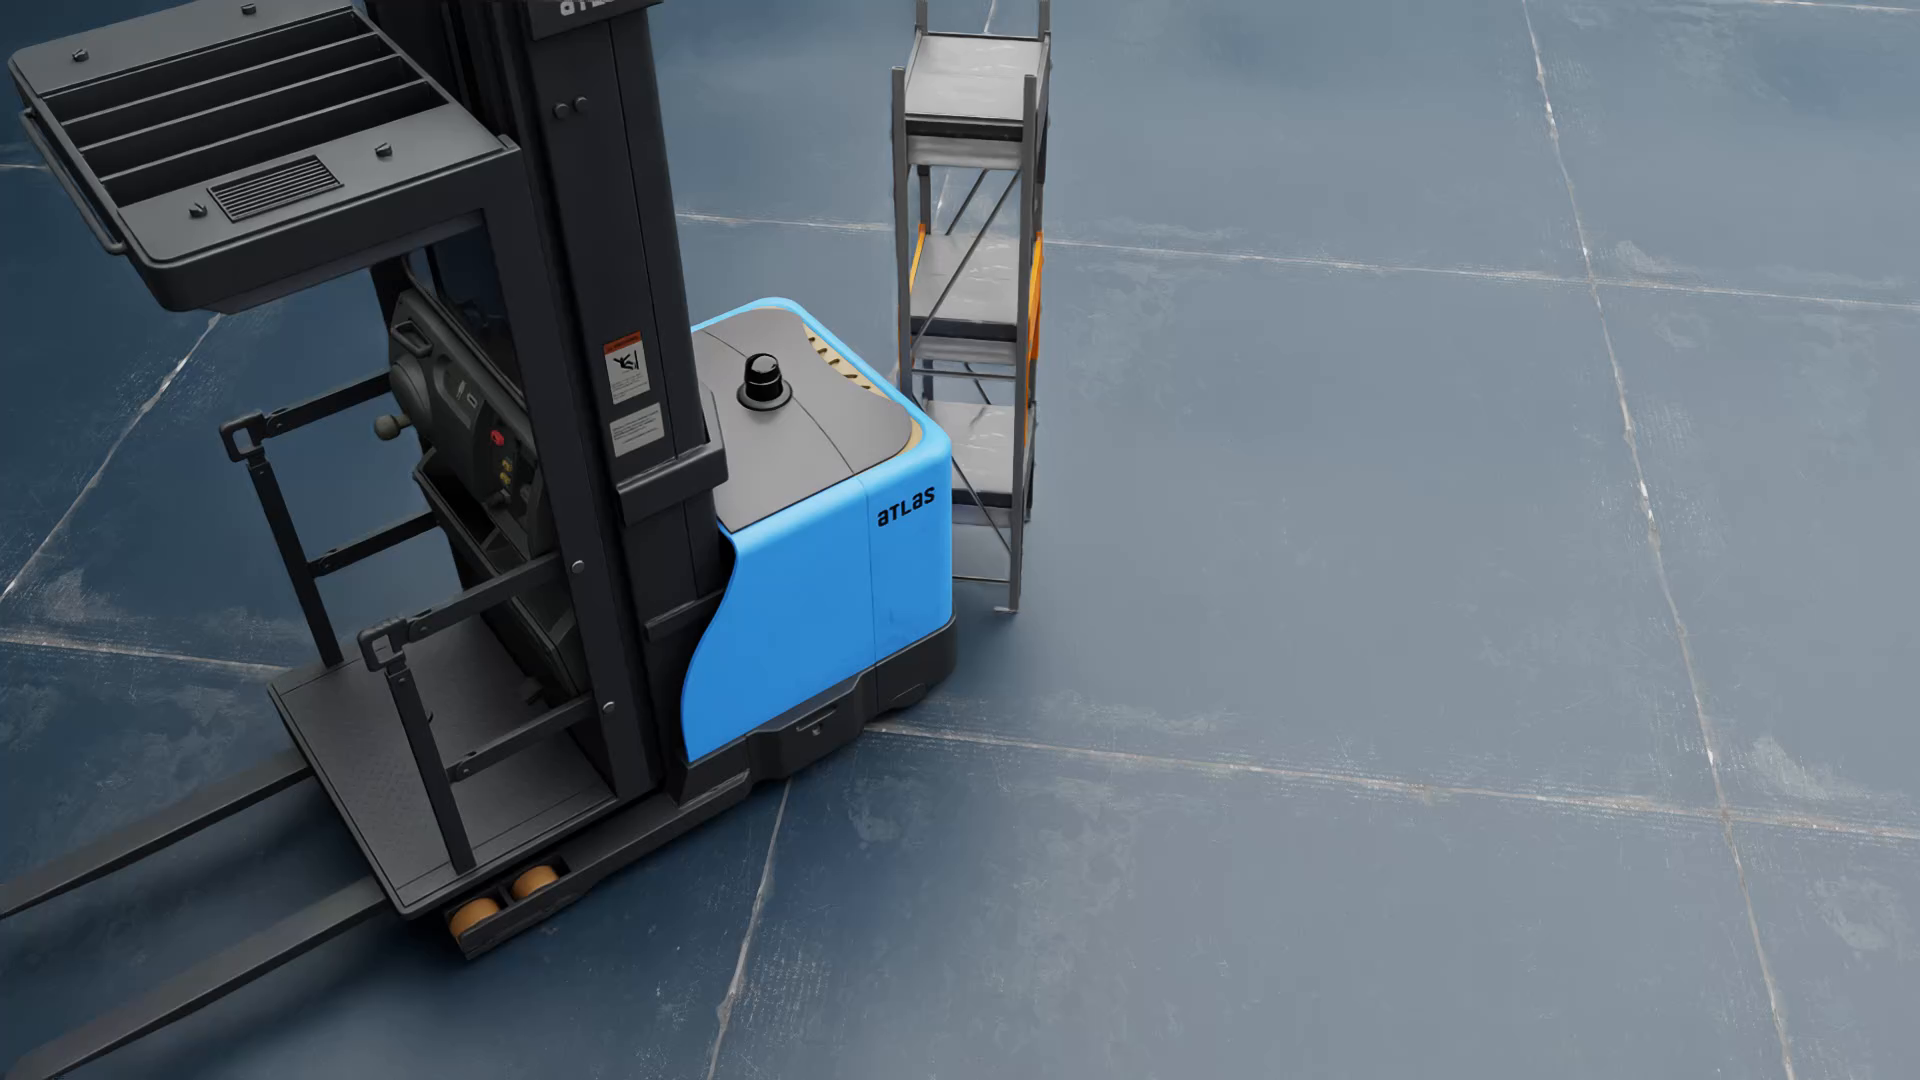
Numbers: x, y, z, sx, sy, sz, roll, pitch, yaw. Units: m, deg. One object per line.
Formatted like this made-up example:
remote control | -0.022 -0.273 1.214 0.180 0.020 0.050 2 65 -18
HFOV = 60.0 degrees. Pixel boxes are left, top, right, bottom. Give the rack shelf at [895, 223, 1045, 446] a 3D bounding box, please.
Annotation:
rack shelf | 0.040 -0.676 5.456 0.431 0.518 0.480 5 44 5

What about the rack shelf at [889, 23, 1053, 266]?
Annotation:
rack shelf | 0.040 -1.184 4.975 0.431 0.518 0.480 5 44 5

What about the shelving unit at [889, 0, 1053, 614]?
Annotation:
shelving unit | 0.040 -0.686 5.447 0.431 2.100 0.503 5 44 5

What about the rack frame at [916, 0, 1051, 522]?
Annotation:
rack frame | 0.069 -0.852 5.623 0.400 2.100 0.015 5 44 5

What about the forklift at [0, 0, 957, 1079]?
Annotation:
forklift | -1.495 -0.252 4.384 3.031 2.935 1.130 -27 50 -26

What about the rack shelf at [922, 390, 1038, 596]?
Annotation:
rack shelf | 0.040 -0.167 5.938 0.431 0.518 0.480 5 44 5

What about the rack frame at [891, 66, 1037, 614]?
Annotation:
rack frame | 0.011 -0.519 5.271 0.400 2.100 0.015 5 44 5
